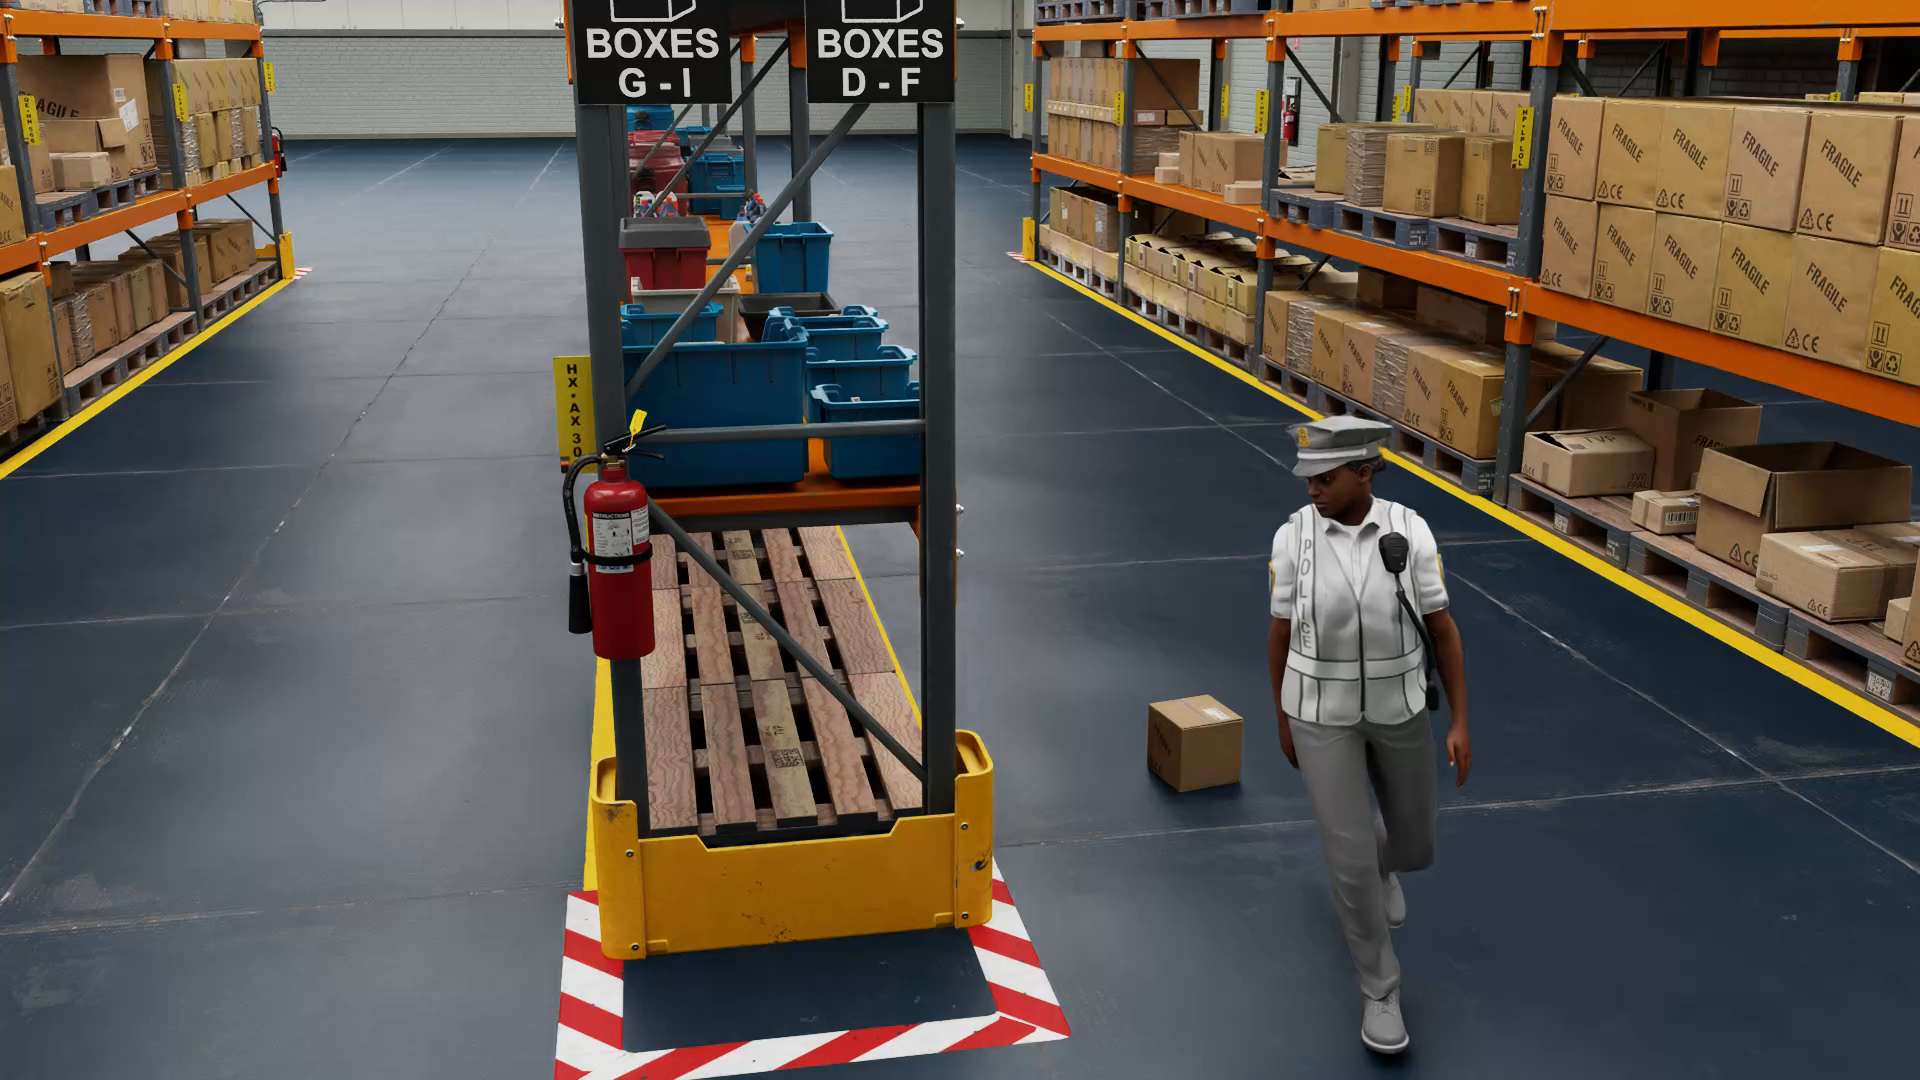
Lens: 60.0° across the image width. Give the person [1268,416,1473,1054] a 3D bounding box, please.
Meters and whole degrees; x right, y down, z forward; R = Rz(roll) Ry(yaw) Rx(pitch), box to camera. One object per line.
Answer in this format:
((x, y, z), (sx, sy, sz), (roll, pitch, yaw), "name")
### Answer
((1.076, 0.465, 4.453), (0.525, 1.621, 0.771), (1, 16, 4), "person")
